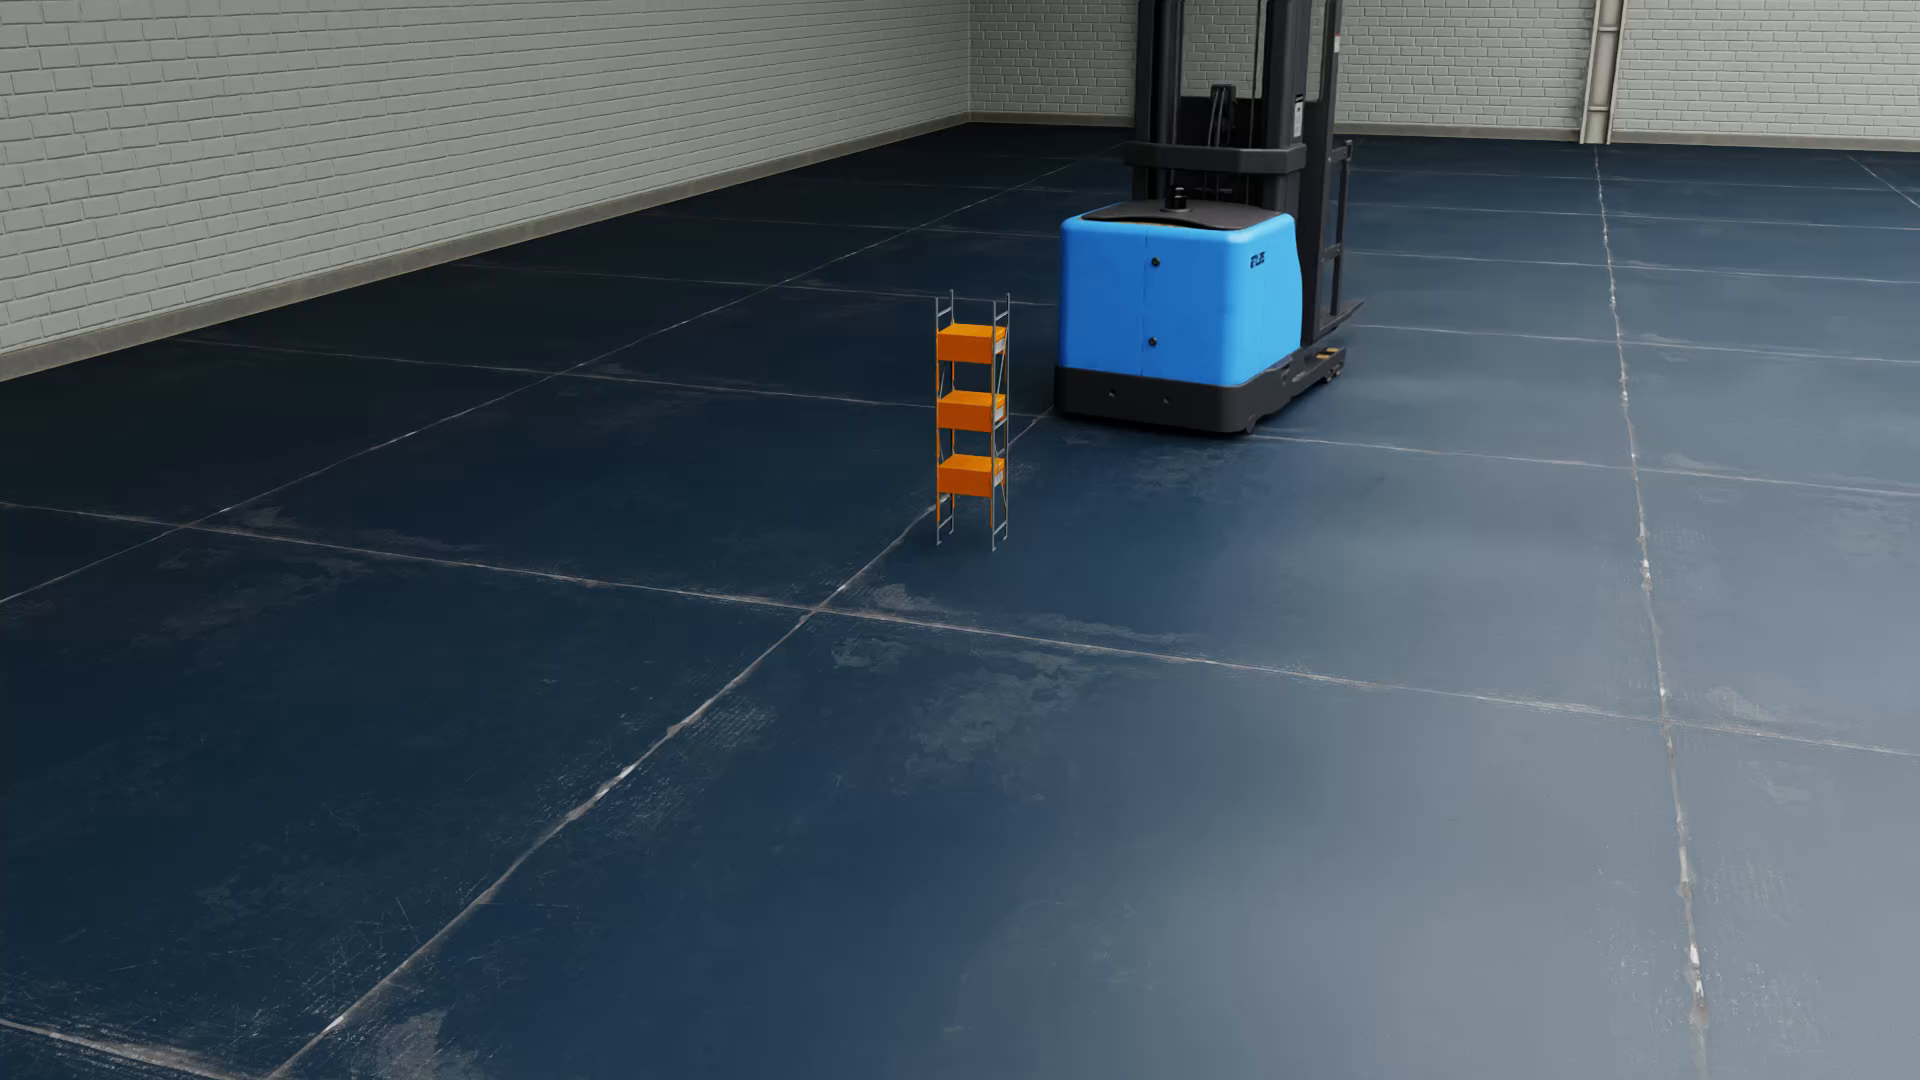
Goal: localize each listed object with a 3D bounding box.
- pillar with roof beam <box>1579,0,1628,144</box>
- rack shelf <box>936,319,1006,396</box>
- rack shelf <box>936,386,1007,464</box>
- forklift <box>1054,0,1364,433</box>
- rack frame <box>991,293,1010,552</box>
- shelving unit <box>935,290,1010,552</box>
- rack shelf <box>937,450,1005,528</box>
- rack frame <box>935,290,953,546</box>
[{"bbox_3d":[7.170,-8.285,17.174,0.400,9.000,9.100,7,20,18],"label":"pillar with roof beam"},{"bbox_3d":[0.051,-0.748,6.797,0.240,0.259,0.215,7,20,18],"label":"rack shelf"},{"bbox_3d":[0.051,-0.480,6.890,0.240,0.259,0.215,7,20,18],"label":"rack shelf"},{"bbox_3d":[1.642,-2.366,9.411,1.130,2.935,3.031,10,22,27],"label":"forklift"},{"bbox_3d":[0.166,-0.477,6.849,0.008,1.050,0.200,7,20,18],"label":"rack frame"},{"bbox_3d":[0.051,-0.490,6.887,0.252,1.050,0.215,7,20,18],"label":"shelving unit"},{"bbox_3d":[0.051,-0.218,6.982,0.240,0.259,0.215,7,20,18],"label":"rack shelf"},{"bbox_3d":[-0.065,-0.503,6.925,0.008,1.050,0.200,7,20,18],"label":"rack frame"}]
